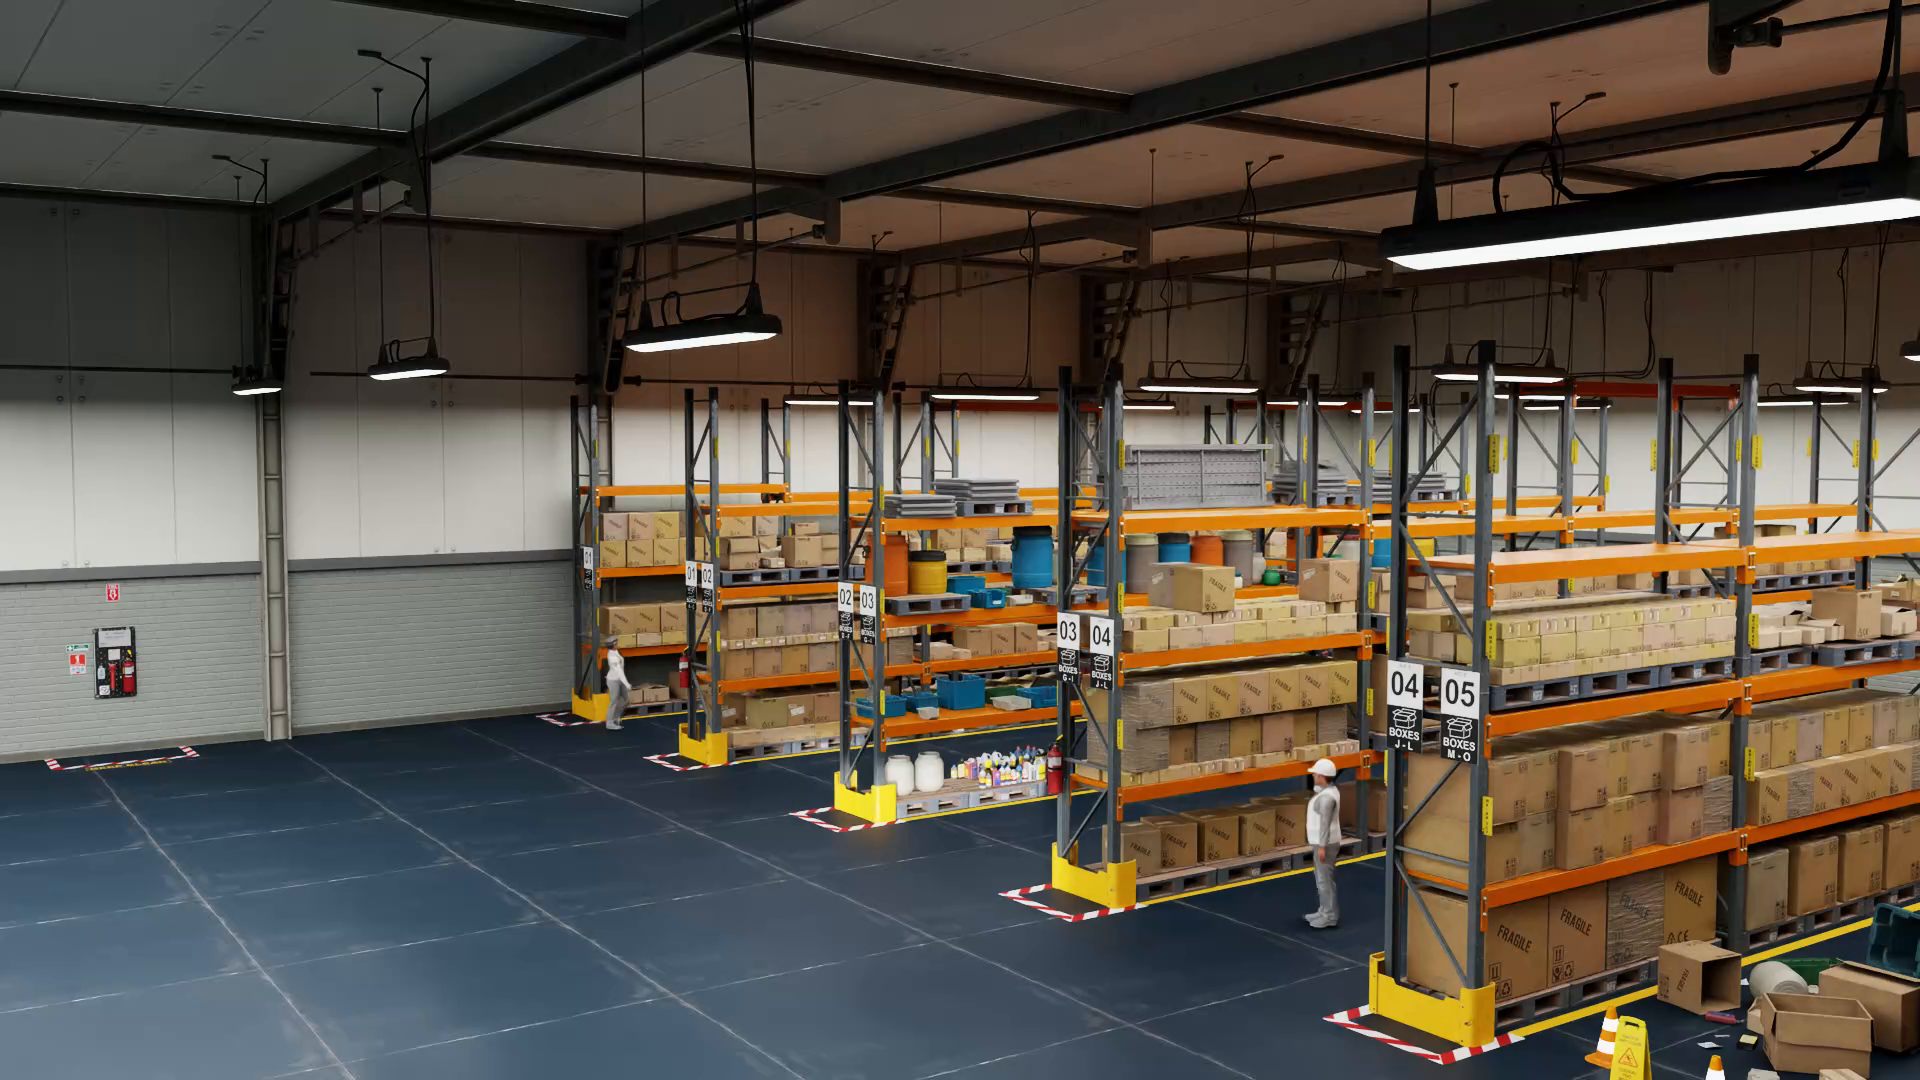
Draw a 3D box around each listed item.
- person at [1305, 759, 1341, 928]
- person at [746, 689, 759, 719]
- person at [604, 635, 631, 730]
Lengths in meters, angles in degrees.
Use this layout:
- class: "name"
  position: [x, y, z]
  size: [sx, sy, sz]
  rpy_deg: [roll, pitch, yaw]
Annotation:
- class: "person"
  position: [3.857, 3.205, 17.650]
  size: [0.374, 1.784, 0.552]
  rpy_deg: [1, 4, 14]
- class: "person"
  position: [-3.776, 2.496, 30.615]
  size: [0.359, 1.707, 0.548]
  rpy_deg: [2, 4, 33]
- class: "person"
  position: [-6.074, 2.547, 29.662]
  size: [0.491, 1.713, 0.517]
  rpy_deg: [0, 3, 2]
